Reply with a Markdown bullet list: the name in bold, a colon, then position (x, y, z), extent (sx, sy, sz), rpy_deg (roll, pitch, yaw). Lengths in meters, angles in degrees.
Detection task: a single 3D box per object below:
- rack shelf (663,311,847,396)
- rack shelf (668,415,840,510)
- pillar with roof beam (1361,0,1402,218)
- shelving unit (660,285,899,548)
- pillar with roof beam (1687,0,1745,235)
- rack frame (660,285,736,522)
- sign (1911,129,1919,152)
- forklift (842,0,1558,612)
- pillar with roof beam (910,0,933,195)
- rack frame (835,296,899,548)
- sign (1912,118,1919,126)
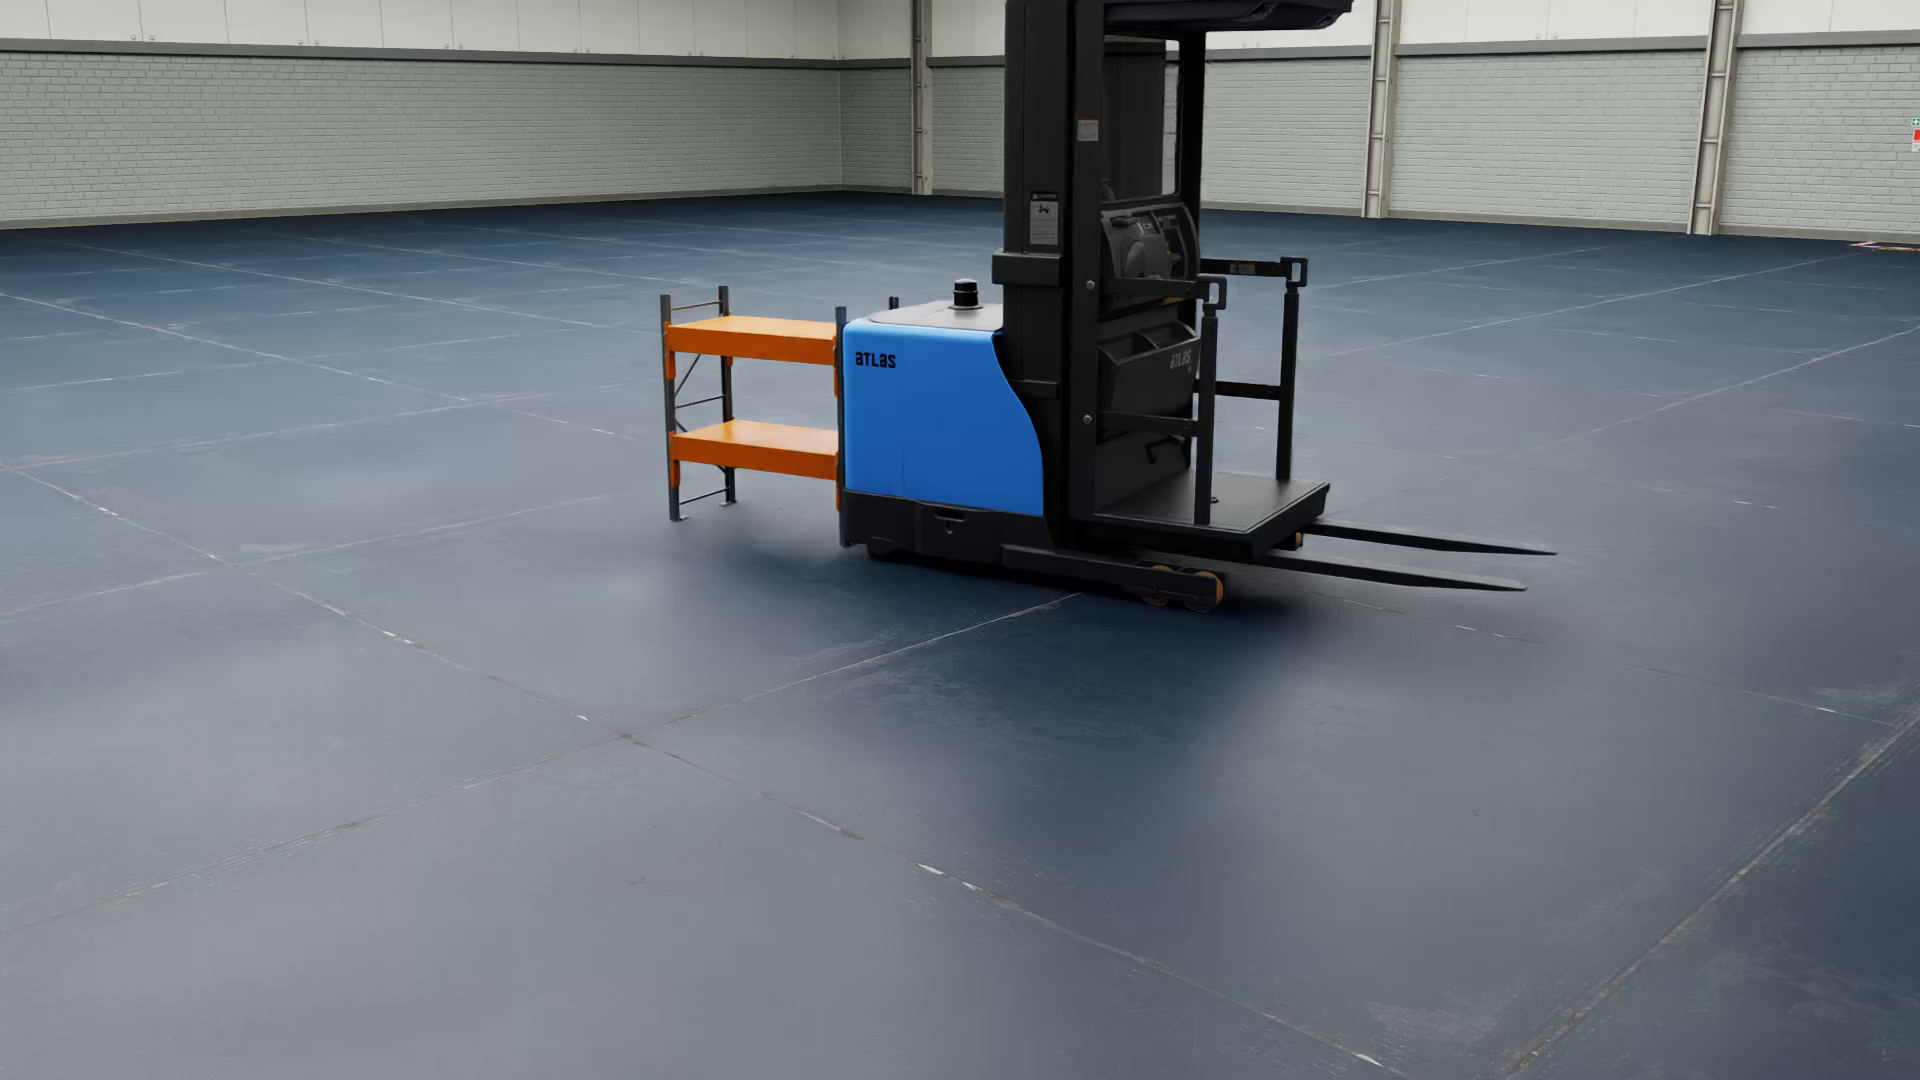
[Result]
- **rack shelf**: position (-0.869, -0.911, 8.037), extent (1.000, 0.278, 0.538), rpy_deg (8, 17, 29)
- **rack shelf**: position (-0.869, -0.391, 8.172), extent (1.000, 0.278, 0.538), rpy_deg (8, 17, 29)
- **pillar with roof beam**: position (4.762, -9.599, 26.926), extent (0.400, 9.000, 9.100), rpy_deg (14, 20, 42)
- **shelving unit**: position (-0.869, -0.628, 8.111), extent (1.048, 1.125, 0.538), rpy_deg (8, 17, 29)
- **pillar with roof beam**: position (9.081, -8.549, 22.896), extent (0.400, 9.000, 9.100), rpy_deg (14, 20, 42)
- **rack frame**: position (-1.311, -0.691, 8.354), extent (0.032, 1.125, 0.500), rpy_deg (8, 17, 29)
- **sign**: position (14.309, -5.950, 24.747), extent (0.234, 0.329, 0.001), rpy_deg (14, 20, 42)
- **forklift**: position (0.996, -1.275, 7.012), extent (3.031, 2.935, 1.130), rpy_deg (8, 17, 29)
- **pillar with roof beam**: position (-3.877, -11.700, 34.987), extent (0.400, 9.000, 9.100), rpy_deg (14, 20, 42)
- **rack frame**: position (-0.428, -0.564, 7.867), extent (0.032, 1.125, 0.500), rpy_deg (8, 17, 29)
- **sign**: position (14.306, -6.204, 24.671), extent (0.331, 0.109, 0.001), rpy_deg (14, 20, 42)
